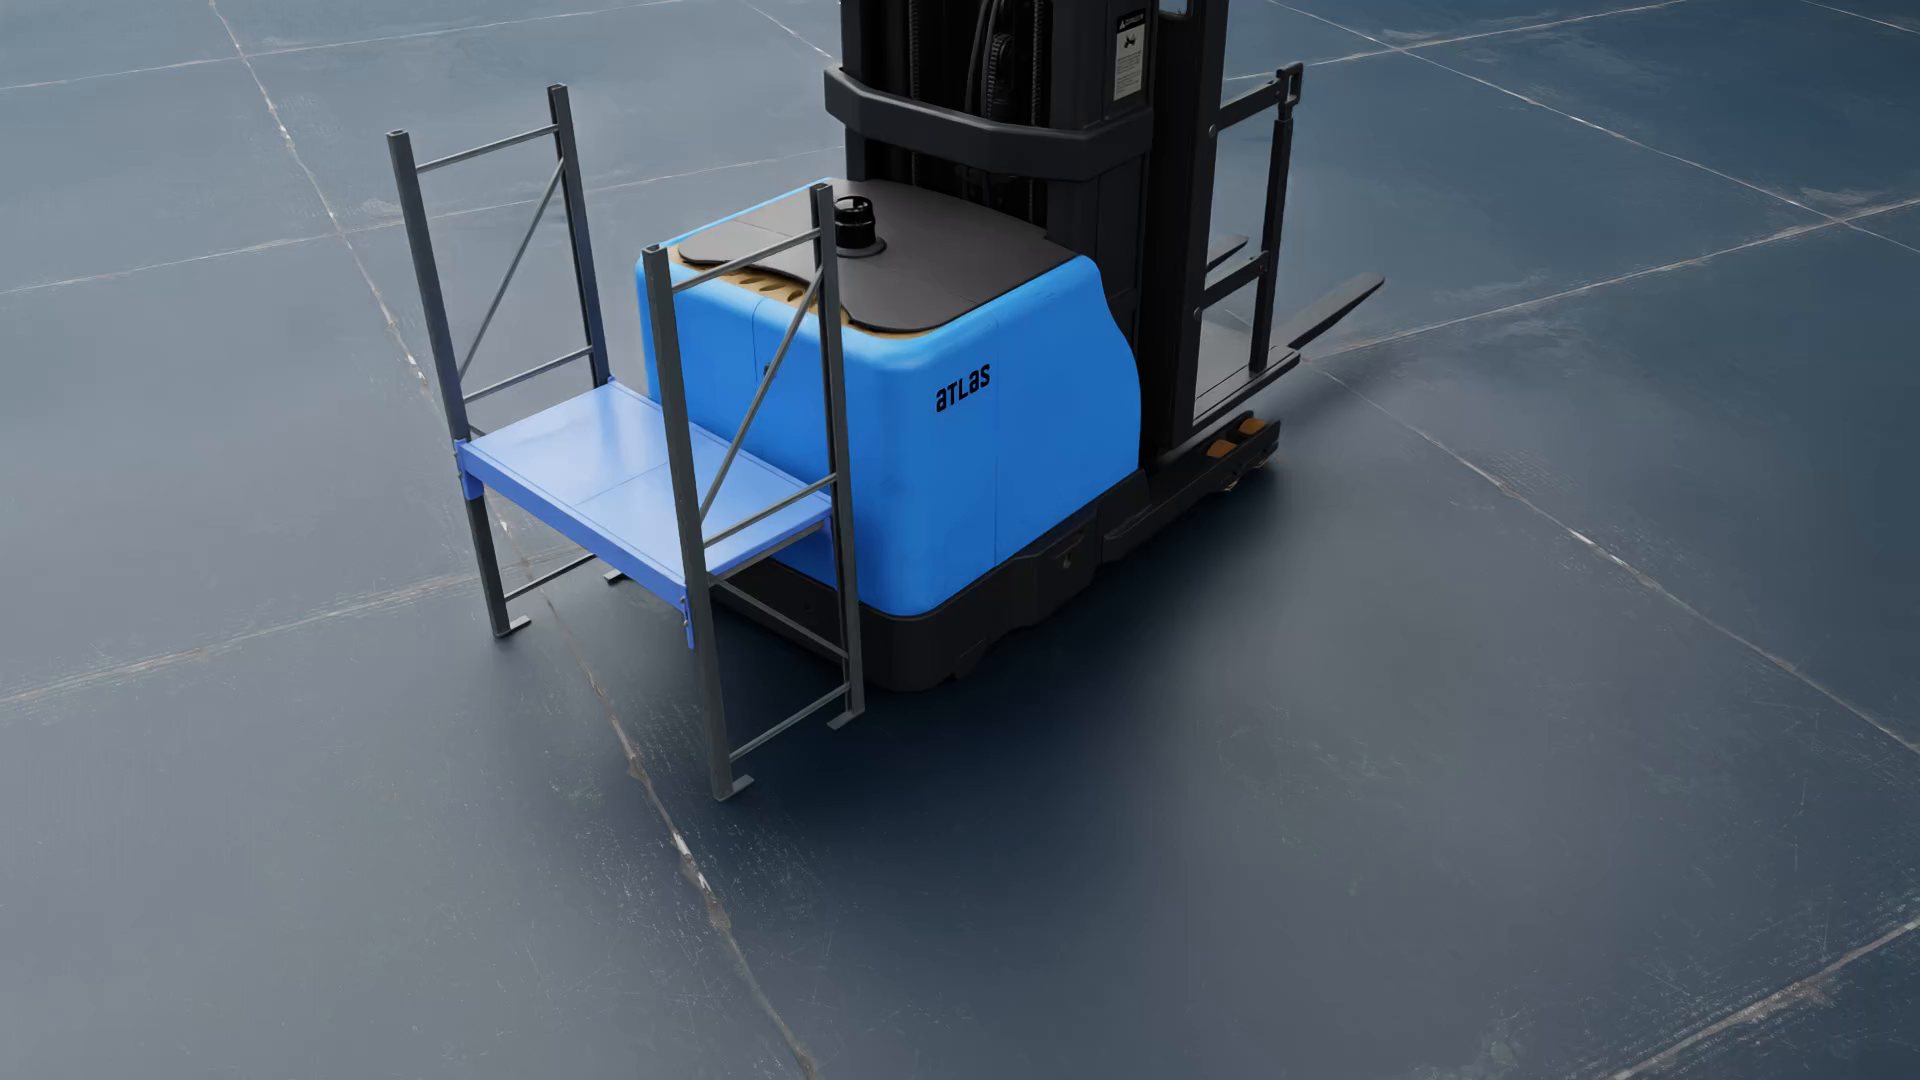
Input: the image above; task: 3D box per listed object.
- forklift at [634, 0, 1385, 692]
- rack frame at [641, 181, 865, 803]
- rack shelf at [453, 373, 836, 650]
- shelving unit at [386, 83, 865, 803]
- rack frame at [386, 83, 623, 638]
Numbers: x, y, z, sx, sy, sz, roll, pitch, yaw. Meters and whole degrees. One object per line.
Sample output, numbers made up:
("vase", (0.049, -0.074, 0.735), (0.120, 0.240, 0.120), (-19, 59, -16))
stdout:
("forklift", (0.427, -1.550, 4.953), (1.130, 2.935, 3.031), (24, 40, 32))
("rack frame", (-0.454, -0.065, 3.950), (0.032, 1.500, 0.500), (28, 43, 36))
("rack shelf", (-0.815, -0.107, 4.349), (1.000, 0.185, 0.538), (28, 43, 36))
("shelving unit", (-0.818, -0.257, 4.249), (1.048, 1.500, 0.538), (28, 43, 36))
("rack frame", (-1.182, -0.448, 4.548), (0.032, 1.500, 0.500), (28, 43, 36))
